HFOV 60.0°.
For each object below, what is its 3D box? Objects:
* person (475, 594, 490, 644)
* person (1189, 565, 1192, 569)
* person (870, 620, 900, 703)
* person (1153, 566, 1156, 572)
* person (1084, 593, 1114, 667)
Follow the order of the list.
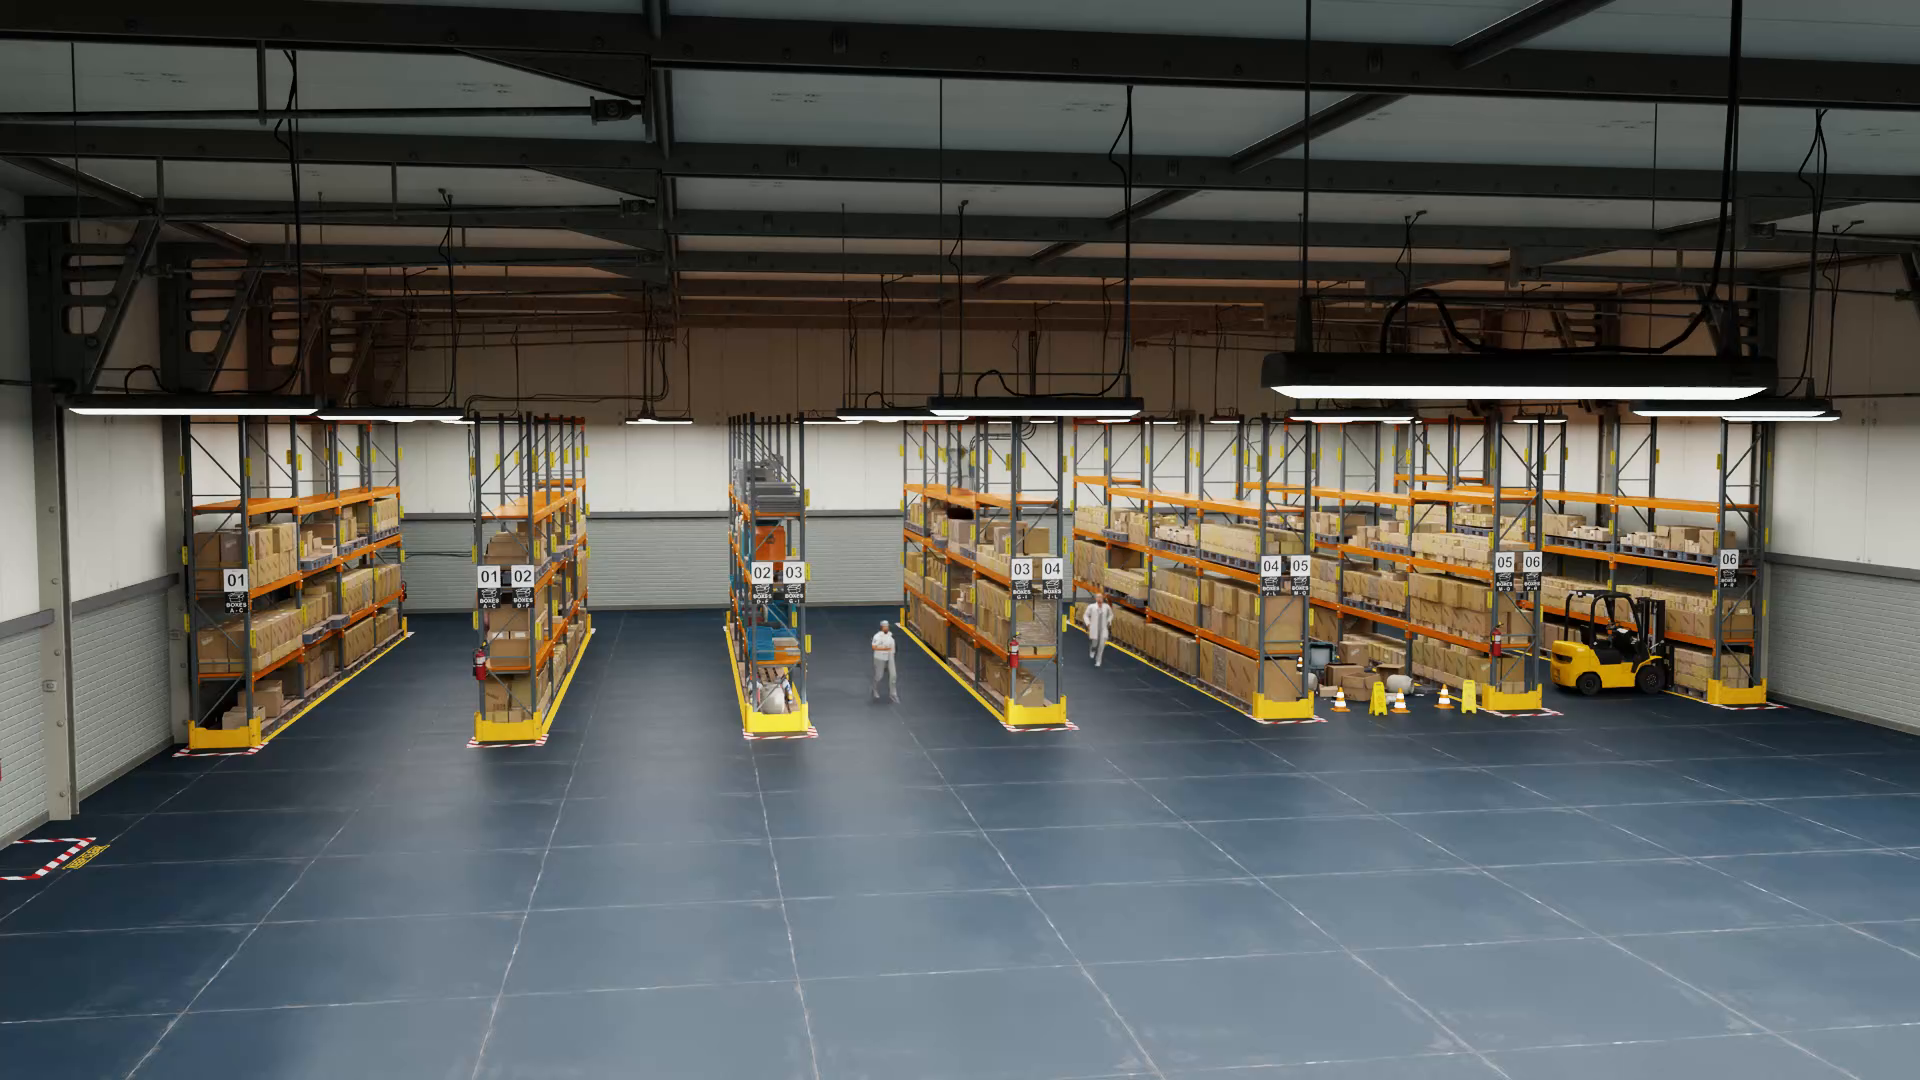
[{"bbox_3d":[-12.516,1.957,44.085,0.619,1.626,0.960,-1,4,-16],"label":"person"},{"bbox_3d":[6.952,1.512,50.410,0.697,1.638,0.507,0,4,-2],"label":"person"},{"bbox_3d":[-1.603,2.523,34.727,0.596,1.705,0.854,-3,5,-34],"label":"person"},{"bbox_3d":[5.578,1.615,47.781,0.685,1.751,0.859,-1,4,-20],"label":"person"},{"bbox_3d":[3.343,2.150,39.988,0.726,1.742,0.771,0,4,-3],"label":"person"}]
